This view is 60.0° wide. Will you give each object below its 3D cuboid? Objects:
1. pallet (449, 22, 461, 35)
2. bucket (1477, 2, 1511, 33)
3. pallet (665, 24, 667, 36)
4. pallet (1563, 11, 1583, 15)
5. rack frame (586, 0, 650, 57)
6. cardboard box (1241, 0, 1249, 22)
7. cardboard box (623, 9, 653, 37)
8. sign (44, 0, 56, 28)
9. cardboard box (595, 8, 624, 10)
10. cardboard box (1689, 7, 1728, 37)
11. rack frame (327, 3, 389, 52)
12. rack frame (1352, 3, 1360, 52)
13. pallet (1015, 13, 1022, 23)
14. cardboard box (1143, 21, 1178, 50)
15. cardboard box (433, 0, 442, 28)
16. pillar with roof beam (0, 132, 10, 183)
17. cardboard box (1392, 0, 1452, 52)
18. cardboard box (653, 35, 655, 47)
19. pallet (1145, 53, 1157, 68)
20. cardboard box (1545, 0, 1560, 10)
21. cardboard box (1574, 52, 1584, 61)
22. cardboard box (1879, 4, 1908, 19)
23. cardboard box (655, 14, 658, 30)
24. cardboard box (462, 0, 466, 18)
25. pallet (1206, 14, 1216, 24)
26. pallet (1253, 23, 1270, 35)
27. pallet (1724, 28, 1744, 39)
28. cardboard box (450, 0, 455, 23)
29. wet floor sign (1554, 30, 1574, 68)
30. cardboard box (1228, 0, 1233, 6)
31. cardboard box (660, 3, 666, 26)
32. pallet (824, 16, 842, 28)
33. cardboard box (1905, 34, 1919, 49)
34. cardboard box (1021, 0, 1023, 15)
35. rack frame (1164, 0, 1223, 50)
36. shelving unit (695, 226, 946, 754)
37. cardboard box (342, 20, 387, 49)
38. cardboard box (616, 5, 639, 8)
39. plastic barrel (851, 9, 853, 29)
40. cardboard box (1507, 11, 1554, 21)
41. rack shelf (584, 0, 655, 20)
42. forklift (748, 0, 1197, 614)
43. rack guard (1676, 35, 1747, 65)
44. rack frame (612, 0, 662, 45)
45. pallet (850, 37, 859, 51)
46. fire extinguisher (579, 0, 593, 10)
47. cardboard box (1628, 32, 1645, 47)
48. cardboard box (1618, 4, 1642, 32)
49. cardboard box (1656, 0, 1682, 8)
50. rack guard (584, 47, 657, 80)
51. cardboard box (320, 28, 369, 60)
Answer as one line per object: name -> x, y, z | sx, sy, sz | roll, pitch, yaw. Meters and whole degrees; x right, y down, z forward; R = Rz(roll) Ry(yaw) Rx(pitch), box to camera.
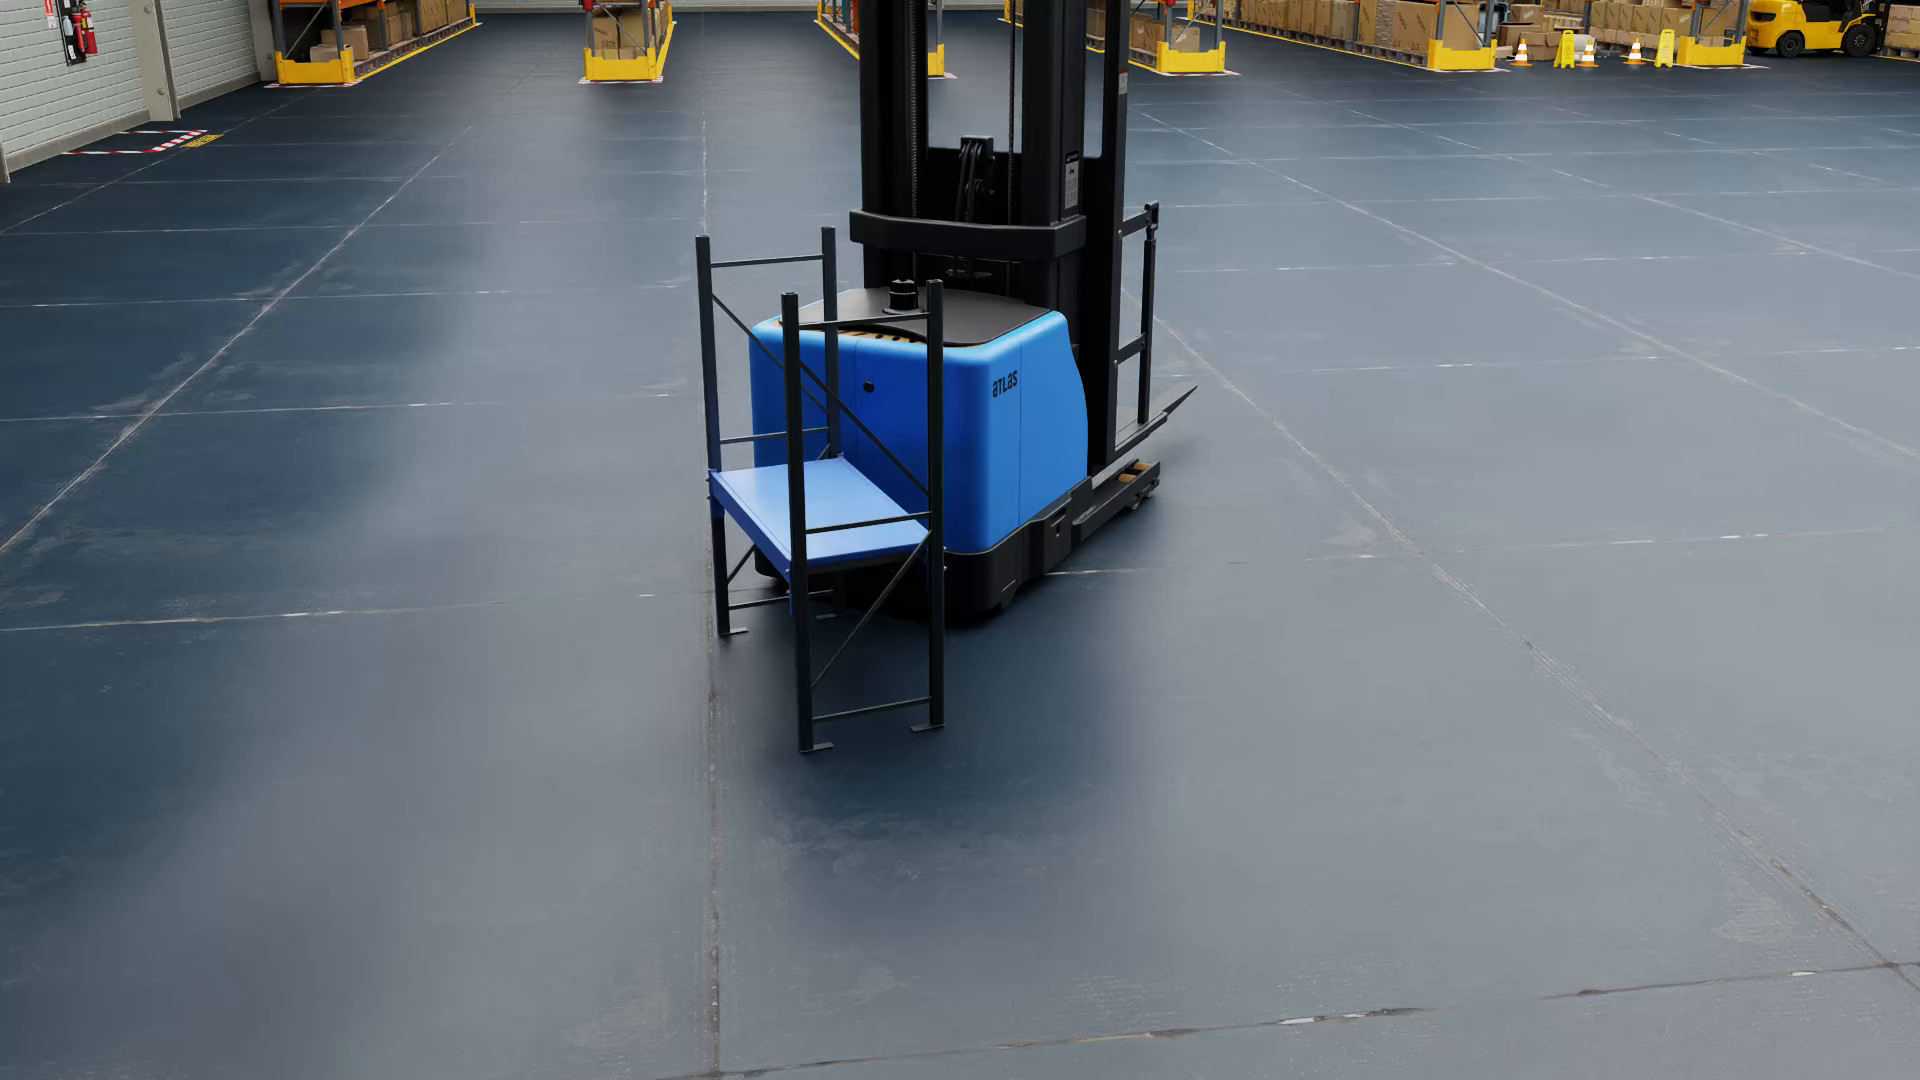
pallet -> -12.376, -12.061, 39.208 | 1.003, 0.211, 1.213 | -3, 21, -8
bucket -> 10.738, -10.543, 33.663 | 0.726, 0.611, 0.620 | 4, 11, 11
pallet -> -7.288, -11.766, 38.416 | 1.003, 0.211, 1.213 | -3, 21, -8
pallet -> 16.802, -13.956, 44.281 | 1.003, 0.211, 1.213 | -3, 21, -8
rack frame -> -5.712, -9.197, 27.553 | 1.000, 3.000, 0.127 | -3, 21, -8
cardboard box -> 7.128, -12.822, 40.230 | 0.500, 0.500, 0.500 | -2, 21, -6
cardboard box -> -5.945, -9.519, 30.672 | 0.500, 0.500, 0.500 | -3, 21, -8
sign -> -10.410, -6.030, 19.022 | 0.001, 0.329, 0.234 | -3, 21, -8
cardboard box -> -6.532, -9.665, 31.065 | 0.500, 0.500, 0.500 | -3, 21, -8
cardboard box -> 14.051, -9.756, 31.309 | 0.500, 0.500, 0.500 | -4, 21, -10
rack frame -> -11.190, -10.331, 30.589 | 1.000, 3.000, 0.127 | -3, 21, -8
rack frame -> 8.437, -11.295, 33.171 | 1.000, 3.000, 0.127 | -3, 21, -8
pallet -> 1.977, -13.656, 43.477 | 1.003, 0.211, 1.213 | -3, 21, -8
cardboard box -> 3.790, -9.556, 31.488 | 0.500, 0.500, 0.500 | -5, 21, -13
cardboard box -> -11.990, -11.764, 36.899 | 0.750, 0.750, 0.750 | -2, 21, -6
pillar with roof beam -> -5.581, -8.017, 15.820 | 9.100, 9.000, 0.400 | -3, 21, -8
cardboard box -> 8.722, -9.648, 31.197 | 0.875, 0.875, 0.875 | -3, 21, -9
cardboard box -> -6.006, -9.341, 31.268 | 0.500, 0.250, 0.500 | -3, 21, -8
pallet -> 3.998, -8.698, 30.203 | 1.003, 0.211, 1.213 | -3, 21, -8
cardboard box -> 16.497, -14.797, 45.515 | 0.797, 0.503, 0.637 | -4, 21, -10
cardboard box -> 11.710, -9.211, 31.666 | 0.380, 0.149, 0.250 | 8, 22, 20
cardboard box -> 18.272, -10.318, 32.456 | 0.500, 0.250, 0.500 | -3, 21, -7
cardboard box -> -6.245, -10.262, 32.932 | 0.500, 0.311, 0.500 | -4, 21, -10
cardboard box -> -12.720, -13.274, 41.441 | 0.700, 0.500, 0.500 | -3, 21, -8
pallet -> 6.973, -13.413, 42.827 | 1.003, 0.211, 1.213 | -3, 21, -8
pallet -> 7.577, -12.066, 39.220 | 1.003, 0.211, 1.213 | -3, 21, -8
pallet -> 17.736, -11.623, 38.035 | 1.003, 0.211, 1.213 | -3, 21, -8
cardboard box -> -12.419, -12.564, 39.542 | 0.700, 0.500, 0.500 | -3, 21, -8
wet floor sign -> 10.977, -8.897, 30.116 | 0.267, 0.644, 0.232 | -7, 21, -17
cardboard box -> 6.899, -13.402, 41.435 | 0.380, 0.149, 0.250 | -3, 21, -7
cardboard box -> -7.025, -12.059, 38.159 | 0.500, 0.500, 0.500 | -3, 21, -8
pallet -> -2.864, -12.970, 41.640 | 1.003, 0.211, 1.213 | -3, 21, -8
cardboard box -> 18.428, -9.502, 31.700 | 0.500, 0.250, 0.500 | -3, 21, -7
cardboard box -> 2.087, -13.904, 42.592 | 0.875, 0.875, 0.875 | -3, 21, -8
rack frame -> 4.091, -9.695, 28.887 | 1.000, 3.000, 0.127 | -3, 21, -8
shelving unit -> -0.483, -0.214, 5.645 | 0.538, 1.500, 1.048 | -8, 22, -21
cardboard box -> -11.313, -9.620, 31.629 | 0.700, 0.500, 0.500 | -2, 21, -6
cardboard box -> -7.245, -11.684, 36.085 | 0.500, 0.250, 0.500 | -2, 21, -6
plastic barrel -> -2.221, -11.606, 36.959 | 0.421, 0.512, 0.421 | 0, 20, 0
cardboard box -> 12.816, -11.734, 37.503 | 0.950, 0.372, 0.625 | -4, 21, -11
rack shelf -> -6.001, -9.552, 29.533 | 1.077, 0.370, 4.000 | -3, 21, -8
forklift -> 0.281, -1.571, 7.232 | 1.130, 2.935, 3.031 | 10, 23, 25
rack guard -> 13.886, -9.050, 30.733 | 1.175, 0.500, 0.348 | -3, 21, -8
rack frame -> -6.866, -11.967, 34.969 | 1.000, 3.000, 0.127 | -3, 21, -8
pallet -> -1.718, -10.217, 34.270 | 1.003, 0.211, 1.213 | -3, 21, -8
fire extinguisher -> -6.155, -9.096, 27.394 | 0.296, 0.674, 0.183 | -3, 21, -8
cardboard box -> 13.367, -9.731, 32.312 | 0.500, 0.250, 0.500 | -4, 21, -10
cardboard box -> 13.301, -10.258, 32.651 | 0.500, 0.500, 0.500 | -2, 21, -5
cardboard box -> 13.405, -10.147, 31.427 | 0.380, 0.149, 0.250 | -2, 21, -6
rack guard -> -5.709, -8.018, 27.968 | 1.175, 0.500, 0.348 | -3, 21, -8
cardboard box -> -10.763, -8.679, 29.110 | 0.700, 0.500, 0.500 | -4, 21, -11
